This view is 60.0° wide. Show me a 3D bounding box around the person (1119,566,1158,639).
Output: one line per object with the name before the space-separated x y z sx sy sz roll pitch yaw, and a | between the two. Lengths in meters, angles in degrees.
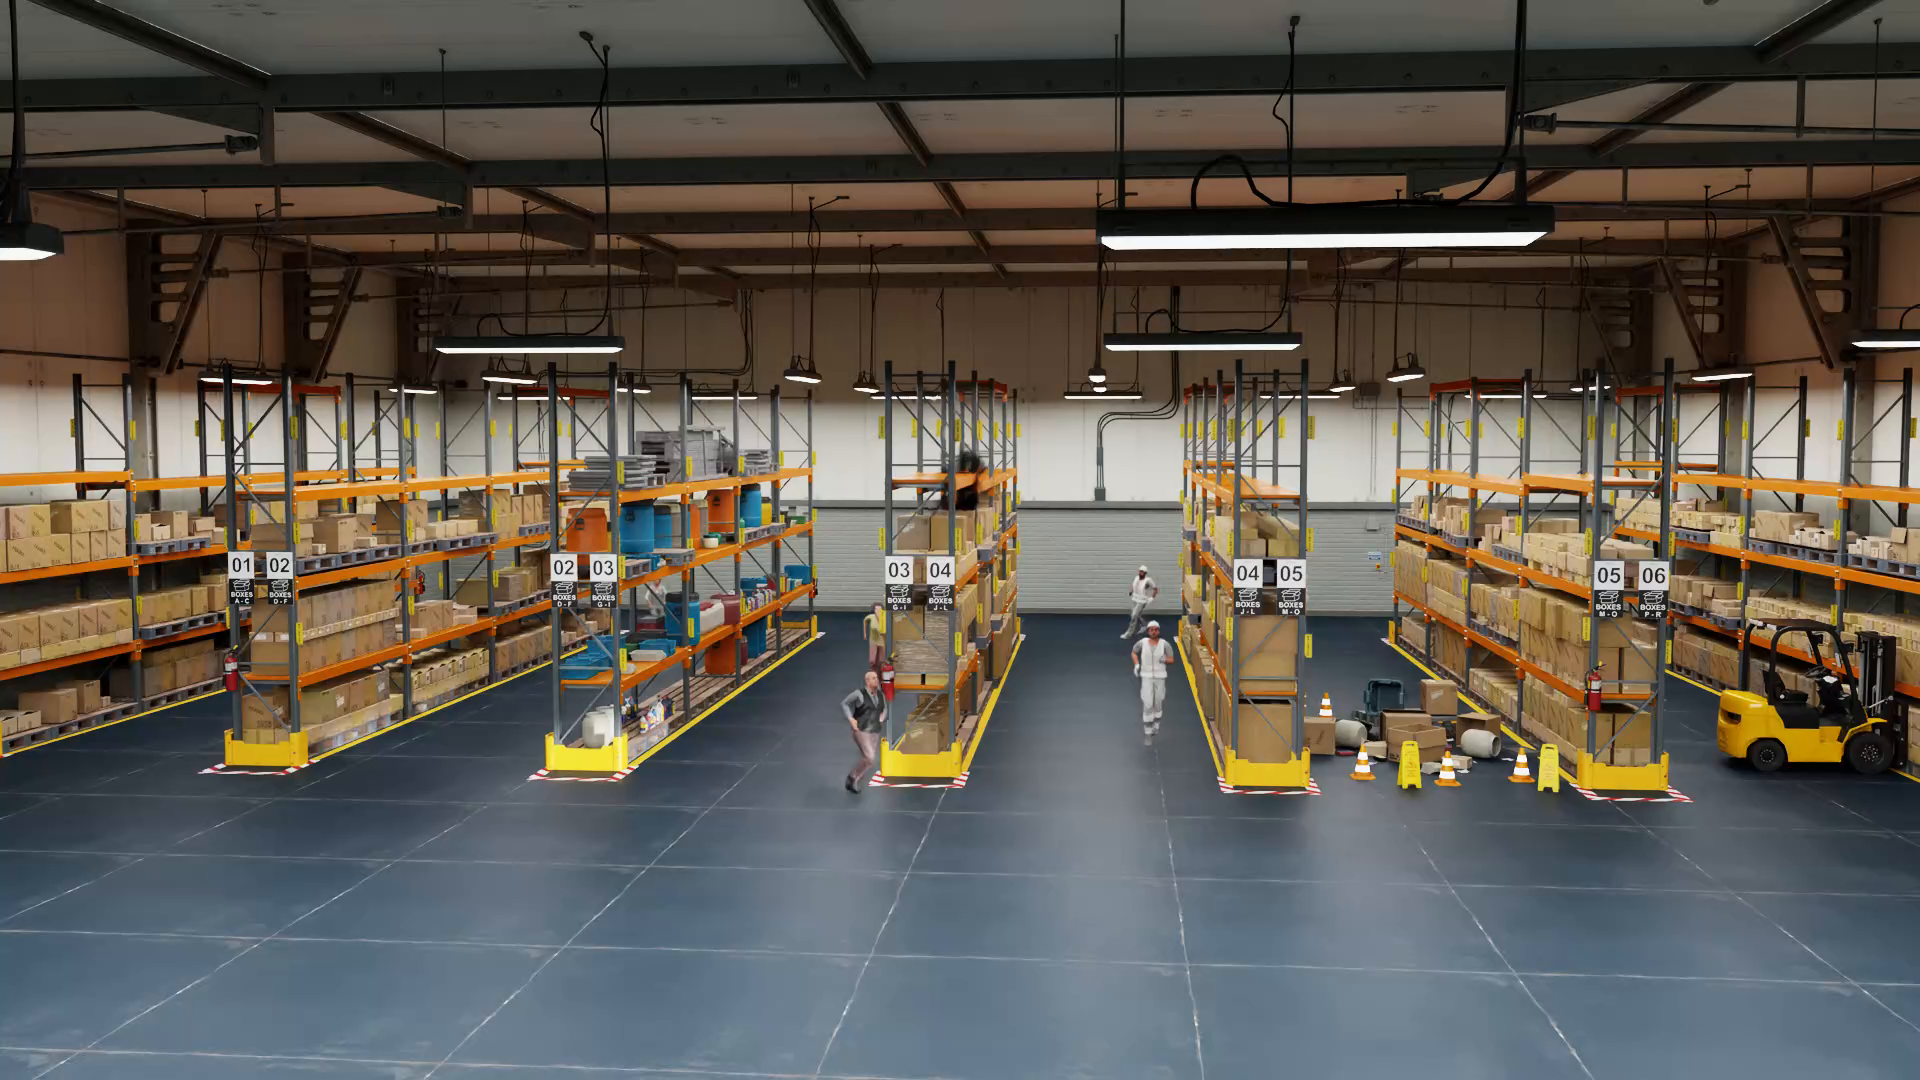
person | 4.318 1.484 39.916 0.983 1.748 0.743 -3 5 -36

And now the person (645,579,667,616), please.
person | -7.224 1.627 39.573 0.553 1.567 0.509 -1 4 -11

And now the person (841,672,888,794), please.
person | -1.273 2.644 22.907 0.631 1.667 0.637 -4 5 -44

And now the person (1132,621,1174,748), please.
person | 2.944 2.181 25.355 0.630 1.900 0.714 0 4 4

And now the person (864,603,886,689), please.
person | -1.516 1.992 30.928 0.603 1.672 0.794 0 4 5
